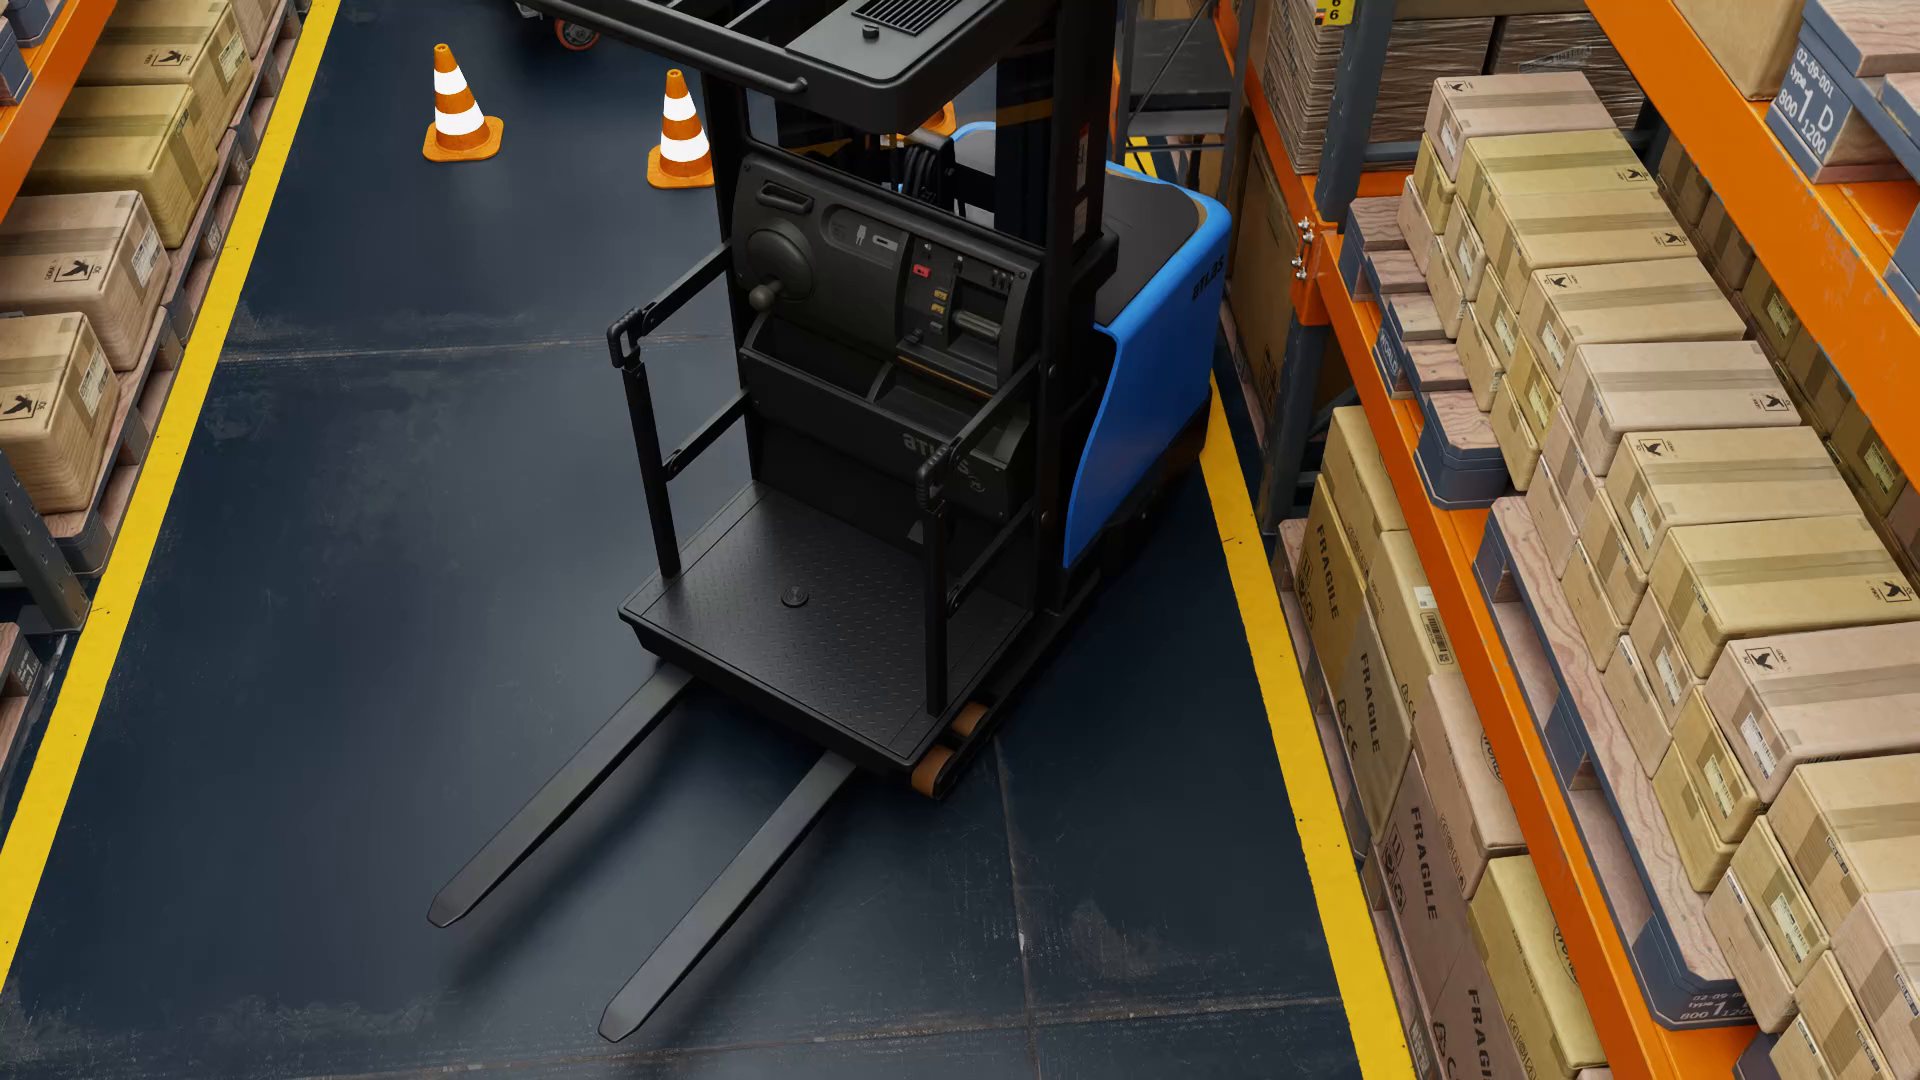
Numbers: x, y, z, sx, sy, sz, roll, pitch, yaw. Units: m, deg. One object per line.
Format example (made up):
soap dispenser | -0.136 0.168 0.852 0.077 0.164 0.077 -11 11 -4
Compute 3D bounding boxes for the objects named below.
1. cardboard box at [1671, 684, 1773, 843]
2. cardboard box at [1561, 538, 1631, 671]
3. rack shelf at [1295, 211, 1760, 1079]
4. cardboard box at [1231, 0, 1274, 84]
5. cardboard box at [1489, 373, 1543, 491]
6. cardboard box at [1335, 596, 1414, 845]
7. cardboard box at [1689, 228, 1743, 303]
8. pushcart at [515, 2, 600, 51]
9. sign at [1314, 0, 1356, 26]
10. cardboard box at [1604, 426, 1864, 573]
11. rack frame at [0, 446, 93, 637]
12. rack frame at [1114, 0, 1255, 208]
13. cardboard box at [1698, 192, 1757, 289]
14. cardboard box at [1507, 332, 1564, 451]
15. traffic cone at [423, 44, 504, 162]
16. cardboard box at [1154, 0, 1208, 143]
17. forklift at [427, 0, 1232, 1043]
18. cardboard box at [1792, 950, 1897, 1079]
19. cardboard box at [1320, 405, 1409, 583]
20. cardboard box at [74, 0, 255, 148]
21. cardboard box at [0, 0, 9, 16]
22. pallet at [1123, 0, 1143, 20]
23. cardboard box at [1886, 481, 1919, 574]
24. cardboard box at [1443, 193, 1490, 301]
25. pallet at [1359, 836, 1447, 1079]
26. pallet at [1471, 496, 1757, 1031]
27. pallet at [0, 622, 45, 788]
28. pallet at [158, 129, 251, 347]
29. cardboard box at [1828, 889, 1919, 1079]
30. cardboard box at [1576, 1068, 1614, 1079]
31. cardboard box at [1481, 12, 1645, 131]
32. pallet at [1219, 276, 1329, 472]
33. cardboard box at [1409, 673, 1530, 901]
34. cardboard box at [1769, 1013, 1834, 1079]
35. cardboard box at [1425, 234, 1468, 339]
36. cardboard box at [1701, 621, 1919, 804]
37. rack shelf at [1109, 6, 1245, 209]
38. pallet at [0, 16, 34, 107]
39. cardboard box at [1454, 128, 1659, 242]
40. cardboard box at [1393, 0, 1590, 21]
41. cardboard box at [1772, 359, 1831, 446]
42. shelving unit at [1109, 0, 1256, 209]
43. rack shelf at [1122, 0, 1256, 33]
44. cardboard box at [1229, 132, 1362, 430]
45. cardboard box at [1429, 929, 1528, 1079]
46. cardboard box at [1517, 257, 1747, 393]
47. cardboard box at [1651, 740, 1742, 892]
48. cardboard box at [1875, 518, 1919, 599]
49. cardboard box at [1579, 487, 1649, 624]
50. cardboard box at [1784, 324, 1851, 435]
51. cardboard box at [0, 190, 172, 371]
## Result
cardboard box | 1.530 0.389 2.994 0.380 0.149 0.250 -3 47 -3
cardboard box | 1.488 0.122 3.452 0.380 0.149 0.250 -3 47 -3
rack shelf | 1.706 0.580 3.631 1.077 0.370 4.000 -3 47 -3
cardboard box | 1.193 -1.820 5.339 0.500 0.500 0.500 -3 47 -3
cardboard box | 1.445 -0.252 3.807 0.380 0.149 0.250 -2 47 -1
cardboard box | 1.390 0.491 4.651 0.500 0.500 0.500 -3 47 -3
cardboard box | 2.057 -0.664 4.197 0.380 0.149 0.250 -4 47 -3
pushcart | -1.452 -2.908 8.244 1.648 0.377 0.936 -19 49 -17
sign | 0.986 -1.477 4.285 0.100 0.325 0.005 -3 47 -3
cardboard box | 1.496 -0.080 3.234 0.380 0.149 0.250 -2 47 -2
rack frame | -3.385 -0.741 4.386 1.000 3.000 0.127 -3 47 -3
rack frame | 0.715 -1.300 5.530 0.400 2.100 0.015 -3 46 -2
cardboard box | 2.058 -0.752 4.076 0.380 0.149 0.250 -2 47 -2
cardboard box | 1.451 -0.342 3.687 0.380 0.149 0.250 -3 47 -3
traffic cone | -2.221 -1.951 7.279 0.336 0.463 0.334 -3 47 -3
cardboard box | 1.423 -2.238 7.064 1.050 0.750 0.750 -3 47 -3
forklift | -0.338 -0.628 4.326 1.130 2.935 3.031 25 51 22
cardboard box | 1.575 0.775 2.629 0.380 0.149 0.250 -5 47 -5
cardboard box | 1.356 -0.144 4.736 0.500 0.250 0.500 -5 47 -5
cardboard box | -3.610 -1.976 7.077 0.950 0.372 0.625 -1 47 -1
cardboard box | -3.197 -1.653 5.133 0.380 0.149 0.250 -3 47 -3
pallet | 1.344 -2.496 7.969 1.003 0.211 1.213 -3 47 -3
cardboard box | 2.144 -0.012 3.375 0.380 0.149 0.250 -2 47 -2
cardboard box | 1.404 -0.717 4.042 0.380 0.149 0.250 -1 47 -1
pallet | 1.702 1.290 4.383 1.003 0.211 1.213 -3 47 -3
pallet | 1.746 0.381 3.455 1.003 0.211 1.213 -3 47 -3
pallet | -3.394 0.793 4.854 1.003 0.211 1.213 -3 47 -3
pallet | -3.548 -1.228 6.768 1.003 0.211 1.213 -3 47 -3
cardboard box | 1.581 0.667 2.527 0.380 0.149 0.250 -4 47 -3
cardboard box | 1.530 1.340 3.331 0.500 0.250 0.500 -1 47 -1
cardboard box | 1.770 -1.490 5.027 0.500 0.500 0.500 -3 47 -3
pallet | 1.548 -0.731 6.297 1.003 0.211 1.213 -3 47 -3
cardboard box | 1.427 0.582 4.049 0.500 0.250 0.500 -3 47 -3
cardboard box | 1.581 0.896 2.719 0.380 0.149 0.250 -6 47 -5
cardboard box | 1.398 -0.643 4.177 0.380 0.149 0.250 -1 47 -1
cardboard box | 1.537 0.295 2.879 0.380 0.149 0.250 -5 47 -5
rack shelf | 0.700 -1.466 5.709 0.431 0.518 0.480 -3 46 -2
pallet | -3.551 -1.184 4.938 1.213 0.211 1.003 -3 47 -3
cardboard box | 1.410 -0.837 3.951 0.380 0.149 0.250 -5 47 -4
cardboard box | 1.511 -1.818 4.649 0.700 0.500 0.500 -4 47 -4
cardboard box | 2.097 -0.297 3.850 0.380 0.149 0.250 -4 47 -4
shelving unit | 0.700 -1.476 5.699 0.431 2.100 0.503 -3 46 -2
rack shelf | 0.697 -1.950 5.203 0.431 0.518 0.480 -3 46 -2
cardboard box | 1.578 -0.932 5.827 1.050 0.750 0.750 -4 47 -4
cardboard box | 1.480 1.232 3.950 0.500 0.500 0.500 -4 47 -4
cardboard box | 1.448 -0.468 3.601 0.380 0.149 0.250 -5 47 -5
cardboard box | 1.531 0.504 3.091 0.380 0.149 0.250 -2 47 -2
cardboard box | 2.141 0.084 3.488 0.380 0.149 0.250 -2 47 -2
cardboard box | 1.489 0.018 3.346 0.380 0.149 0.250 -4 47 -4
cardboard box | 2.103 -0.381 3.724 0.380 0.149 0.250 -3 47 -3
cardboard box | -3.492 -0.924 6.080 0.950 0.372 0.625 -4 47 -4
